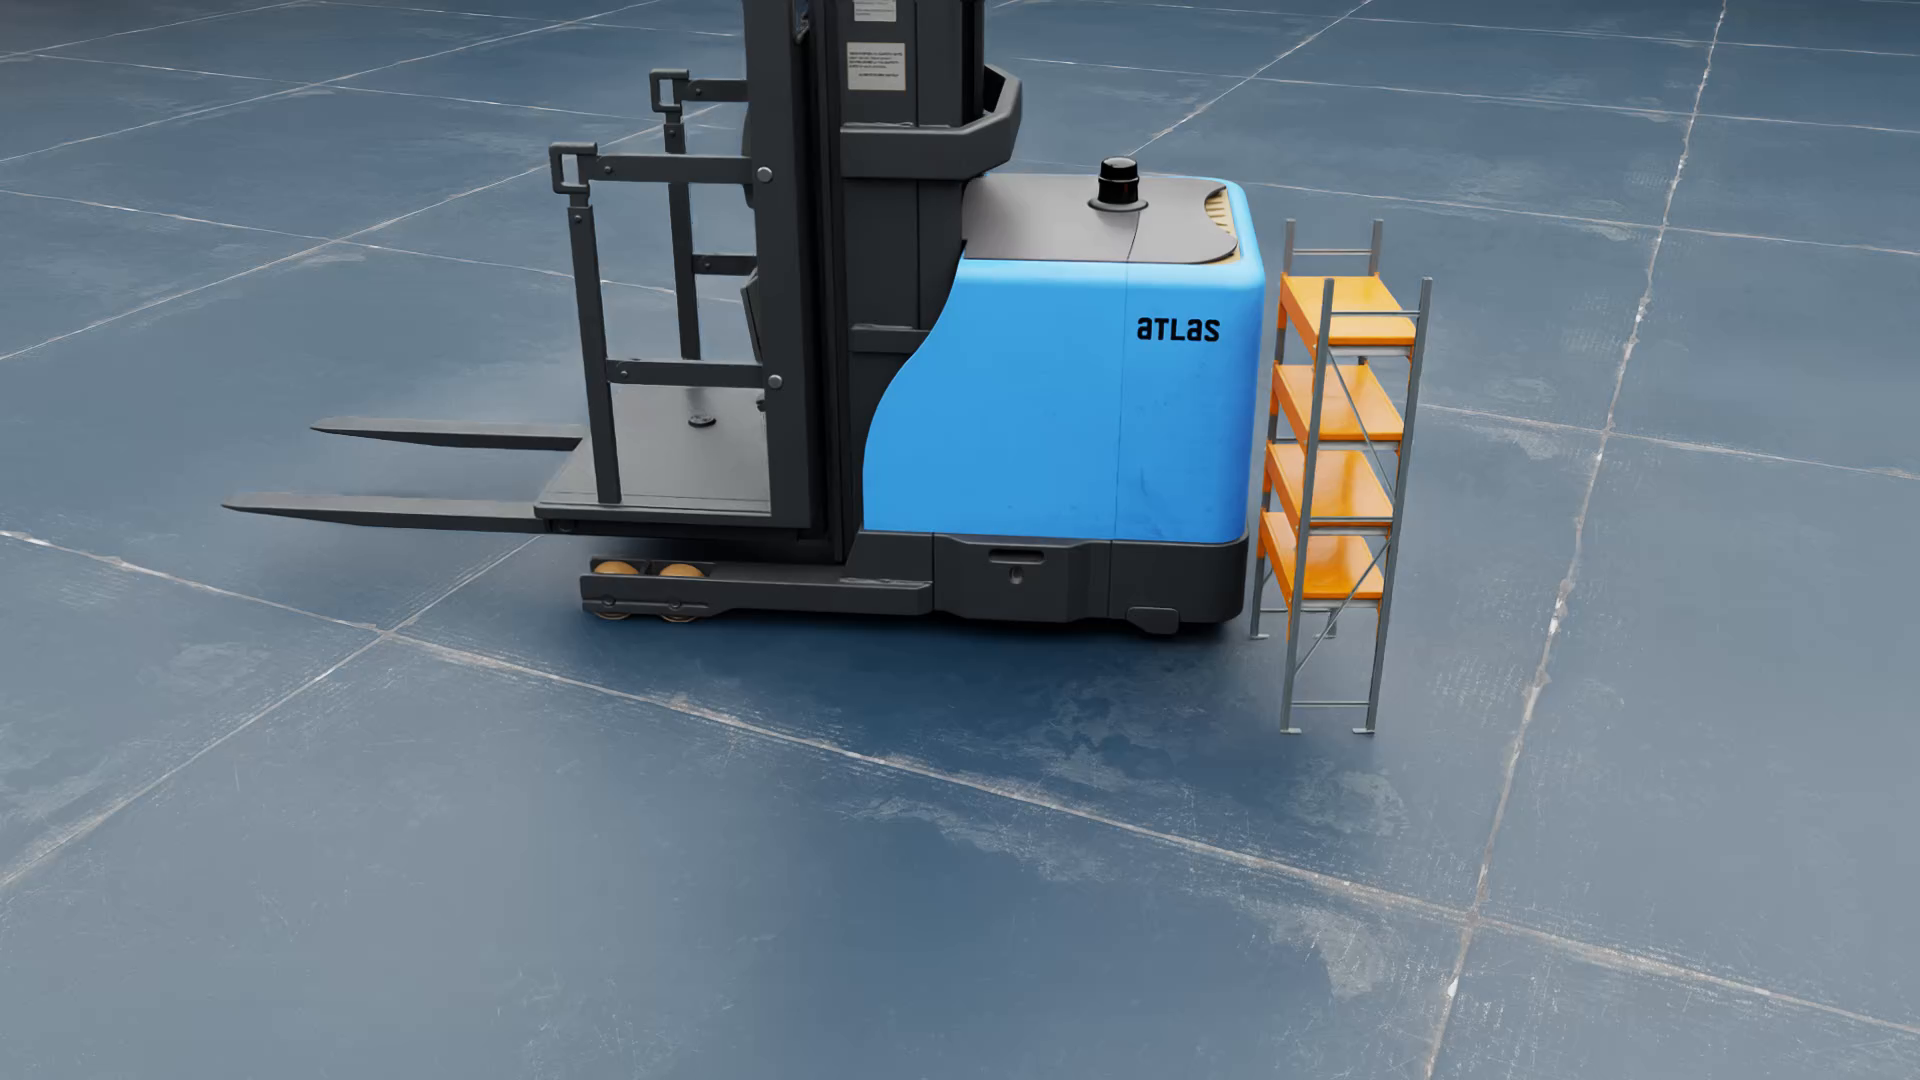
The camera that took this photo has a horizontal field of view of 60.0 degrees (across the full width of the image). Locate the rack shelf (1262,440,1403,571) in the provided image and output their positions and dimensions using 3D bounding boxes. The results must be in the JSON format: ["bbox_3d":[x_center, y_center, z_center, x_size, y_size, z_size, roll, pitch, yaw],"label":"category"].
[{"bbox_3d":[0.938,-0.095,4.237,0.258,0.148,0.480,0,26,0],"label":"rack shelf"}]

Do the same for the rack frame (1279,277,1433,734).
[{"bbox_3d":[0.938,-0.048,3.988,0.240,1.200,0.015,0,26,0],"label":"rack frame"}]

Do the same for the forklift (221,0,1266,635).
[{"bbox_3d":[-0.671,-1.306,4.585,3.031,2.935,1.130,2,26,5],"label":"forklift"}]

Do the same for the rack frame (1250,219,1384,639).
[{"bbox_3d":[0.939,-0.263,4.426,0.240,1.200,0.015,0,26,0],"label":"rack frame"}]

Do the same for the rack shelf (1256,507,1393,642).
[{"bbox_3d":[0.938,0.083,4.324,0.258,0.148,0.480,0,26,0],"label":"rack shelf"}]

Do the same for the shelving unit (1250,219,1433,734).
[{"bbox_3d":[0.938,-0.155,4.207,0.258,1.200,0.503,0,26,0],"label":"shelving unit"}]

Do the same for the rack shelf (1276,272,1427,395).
[{"bbox_3d":[0.938,-0.508,4.033,0.258,0.148,0.480,0,26,0],"label":"rack shelf"}]

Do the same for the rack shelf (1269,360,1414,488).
[{"bbox_3d":[0.938,-0.296,4.138,0.258,0.148,0.480,0,26,0],"label":"rack shelf"}]
